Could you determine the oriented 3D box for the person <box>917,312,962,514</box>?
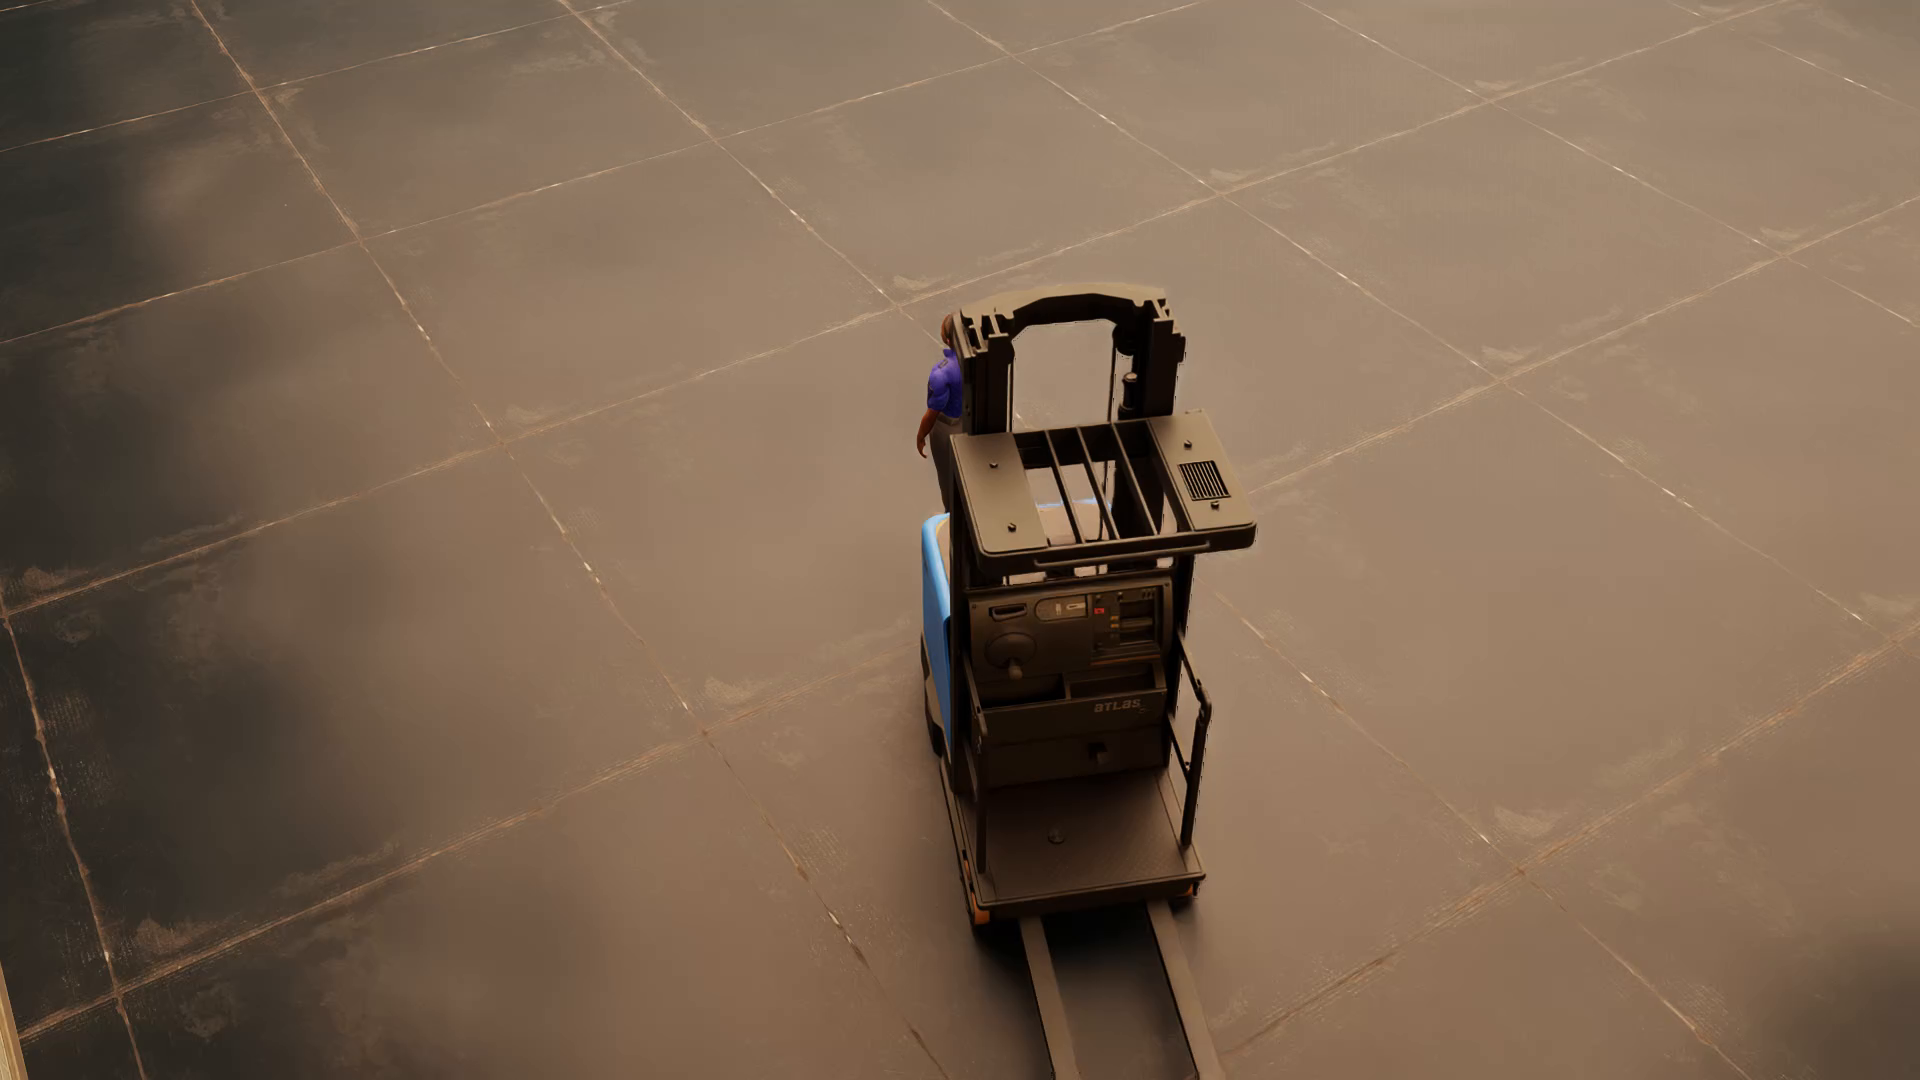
[{"bbox_3d":[-0.030,-0.679,9.617,0.570,1.642,0.504,-23,46,-24],"label":"person"}]

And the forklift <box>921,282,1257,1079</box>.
[{"bbox_3d":[0.540,0.480,7.321,1.130,2.935,3.031,-6,42,-7],"label":"forklift"}]
